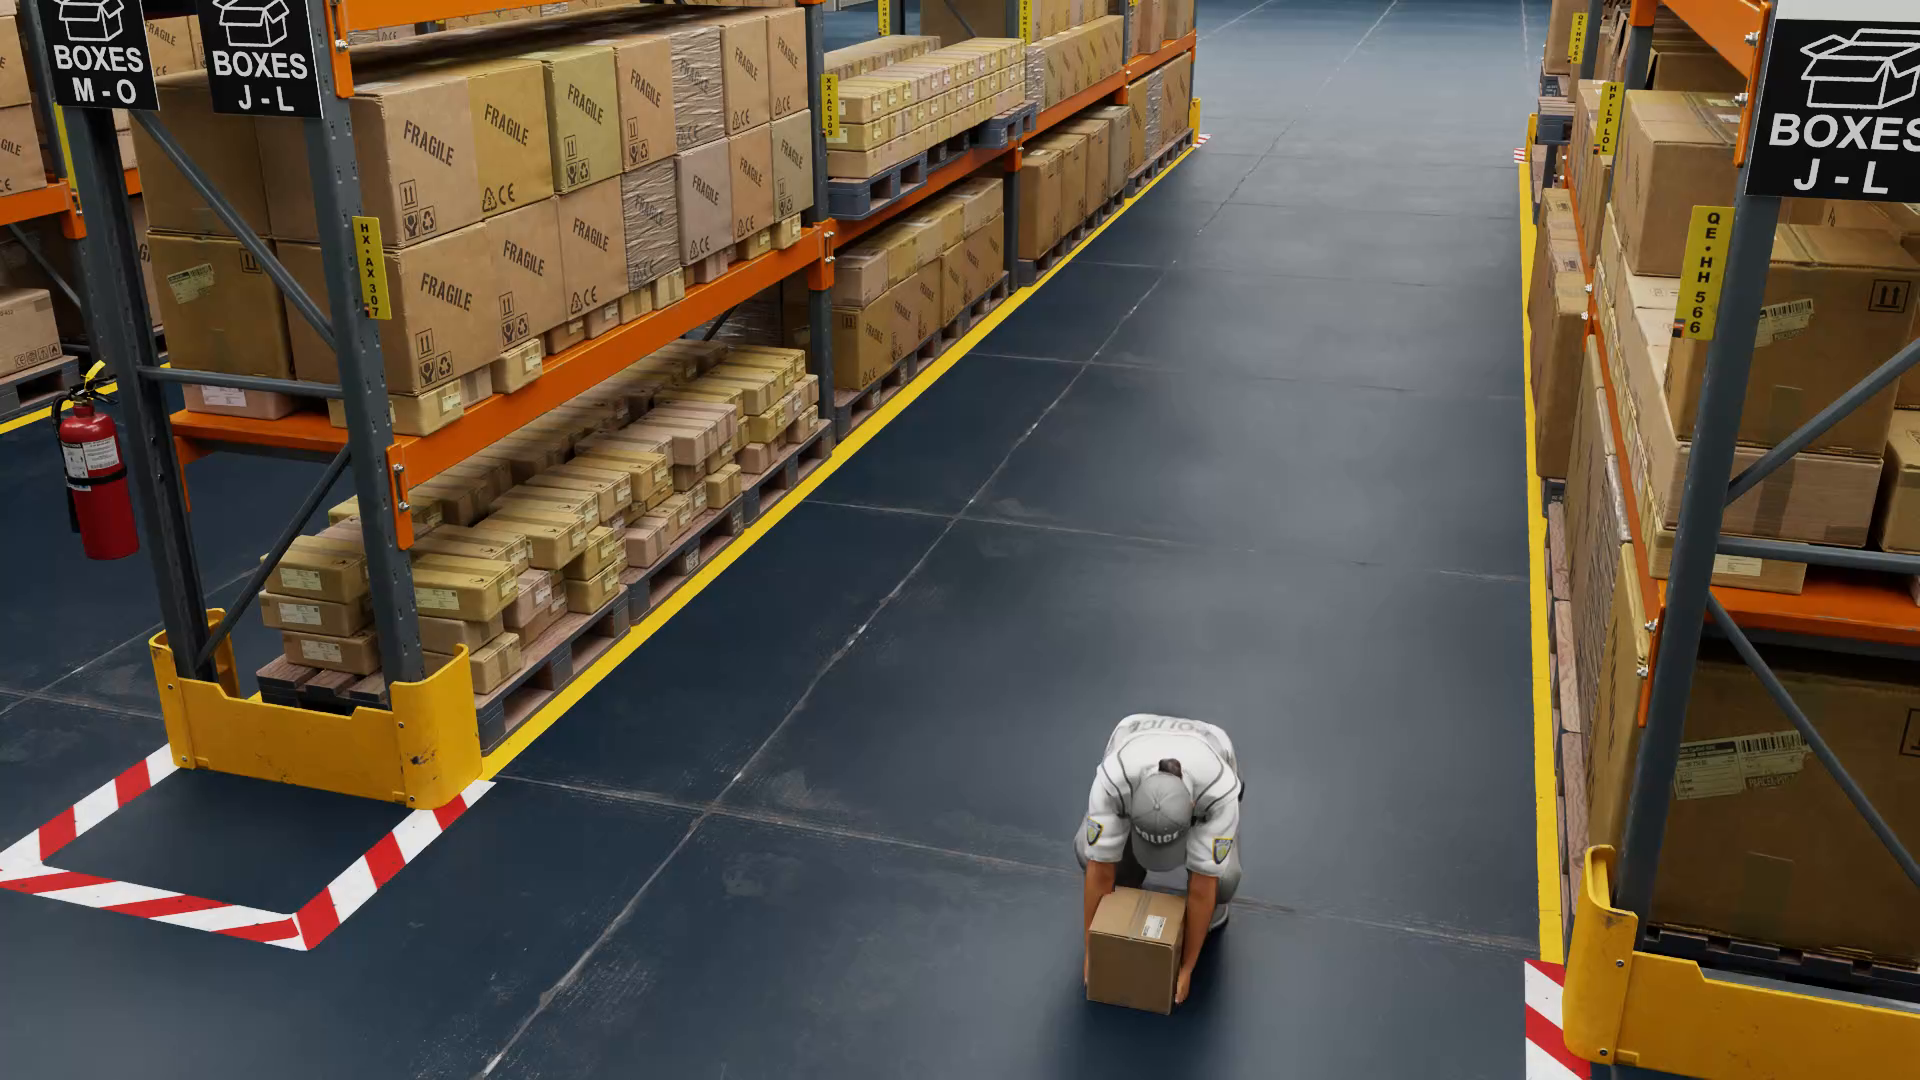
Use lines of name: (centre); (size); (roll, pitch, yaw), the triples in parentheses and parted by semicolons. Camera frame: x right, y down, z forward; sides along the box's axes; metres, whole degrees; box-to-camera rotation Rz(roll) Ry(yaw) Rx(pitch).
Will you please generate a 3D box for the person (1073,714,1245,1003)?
person: (0.625, 0.915, 5.143); (0.519, 0.808, 0.869); (6, 23, 15)
